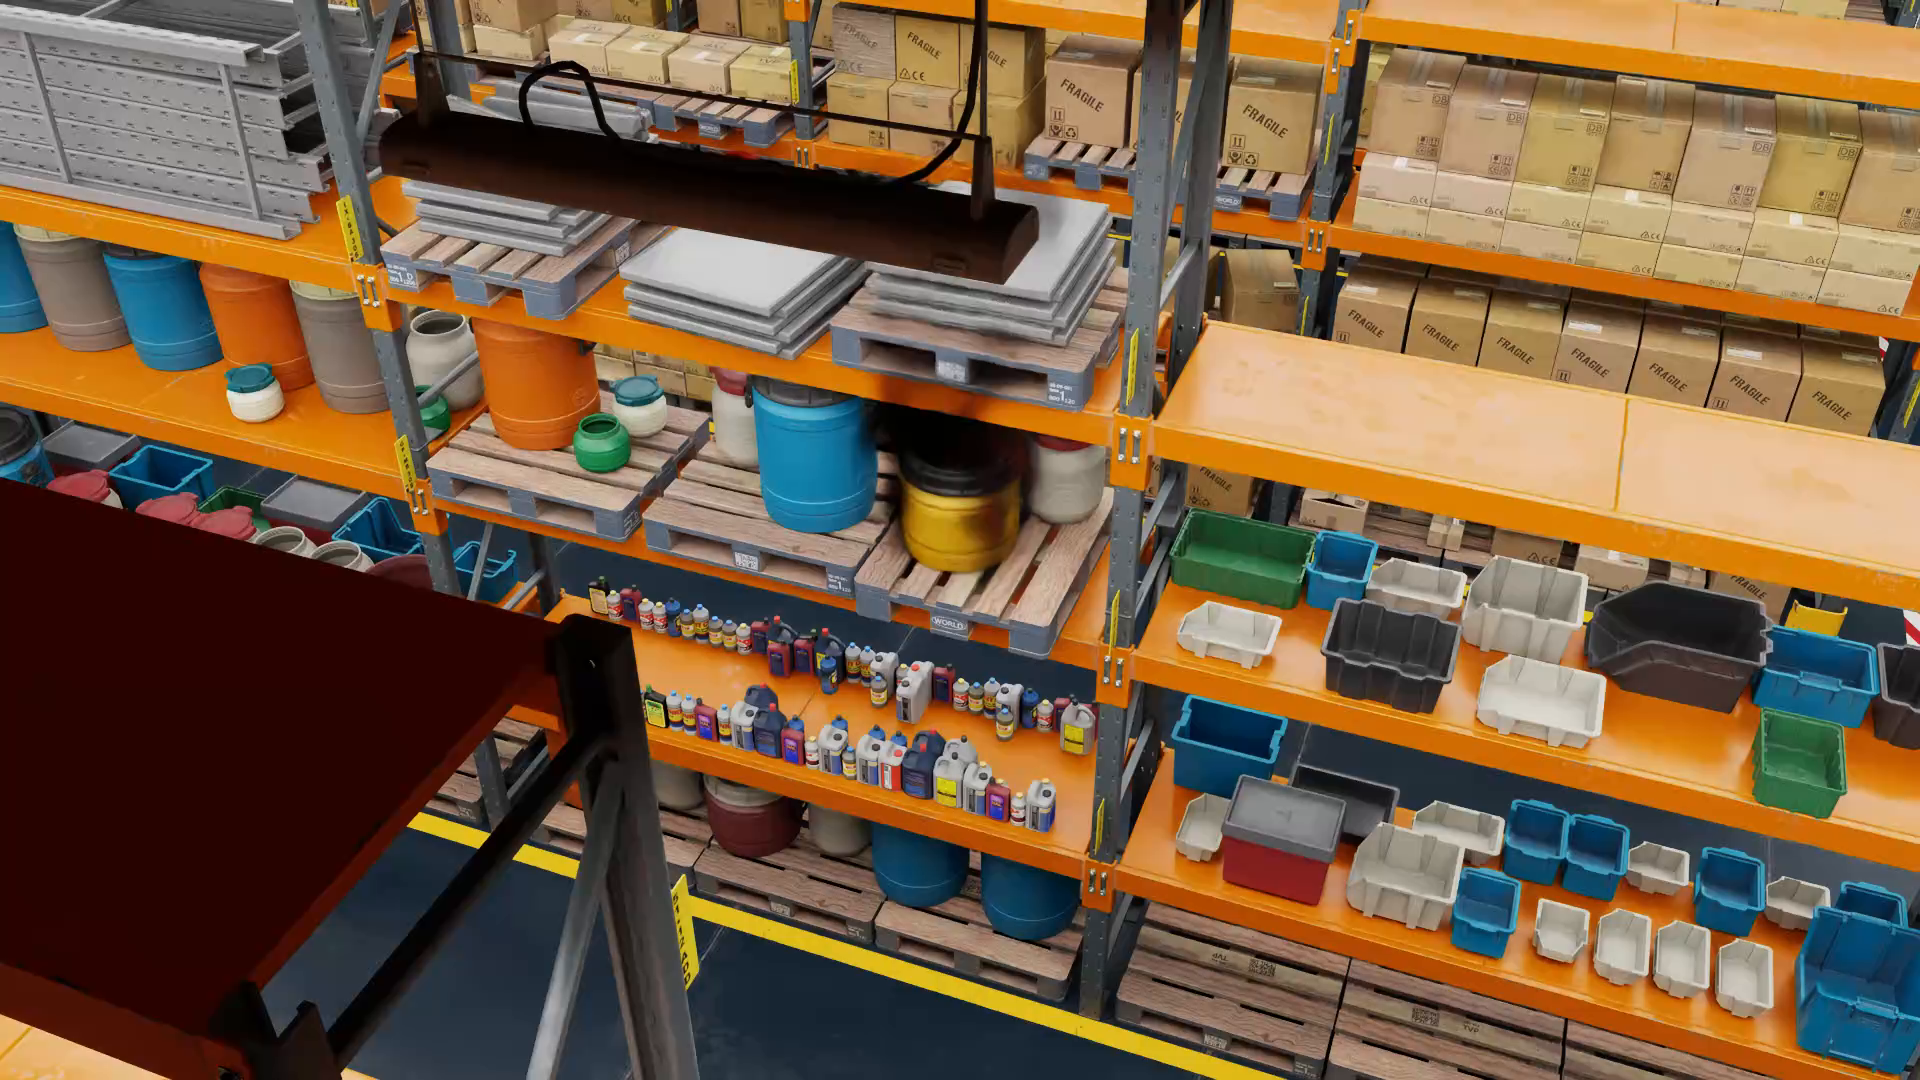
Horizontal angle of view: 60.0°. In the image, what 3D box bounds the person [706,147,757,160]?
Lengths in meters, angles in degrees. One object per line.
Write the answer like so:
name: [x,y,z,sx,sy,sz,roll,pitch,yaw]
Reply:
person: [-2.194,-3.436,16.614,0.727,1.781,0.640,8,37,10]
